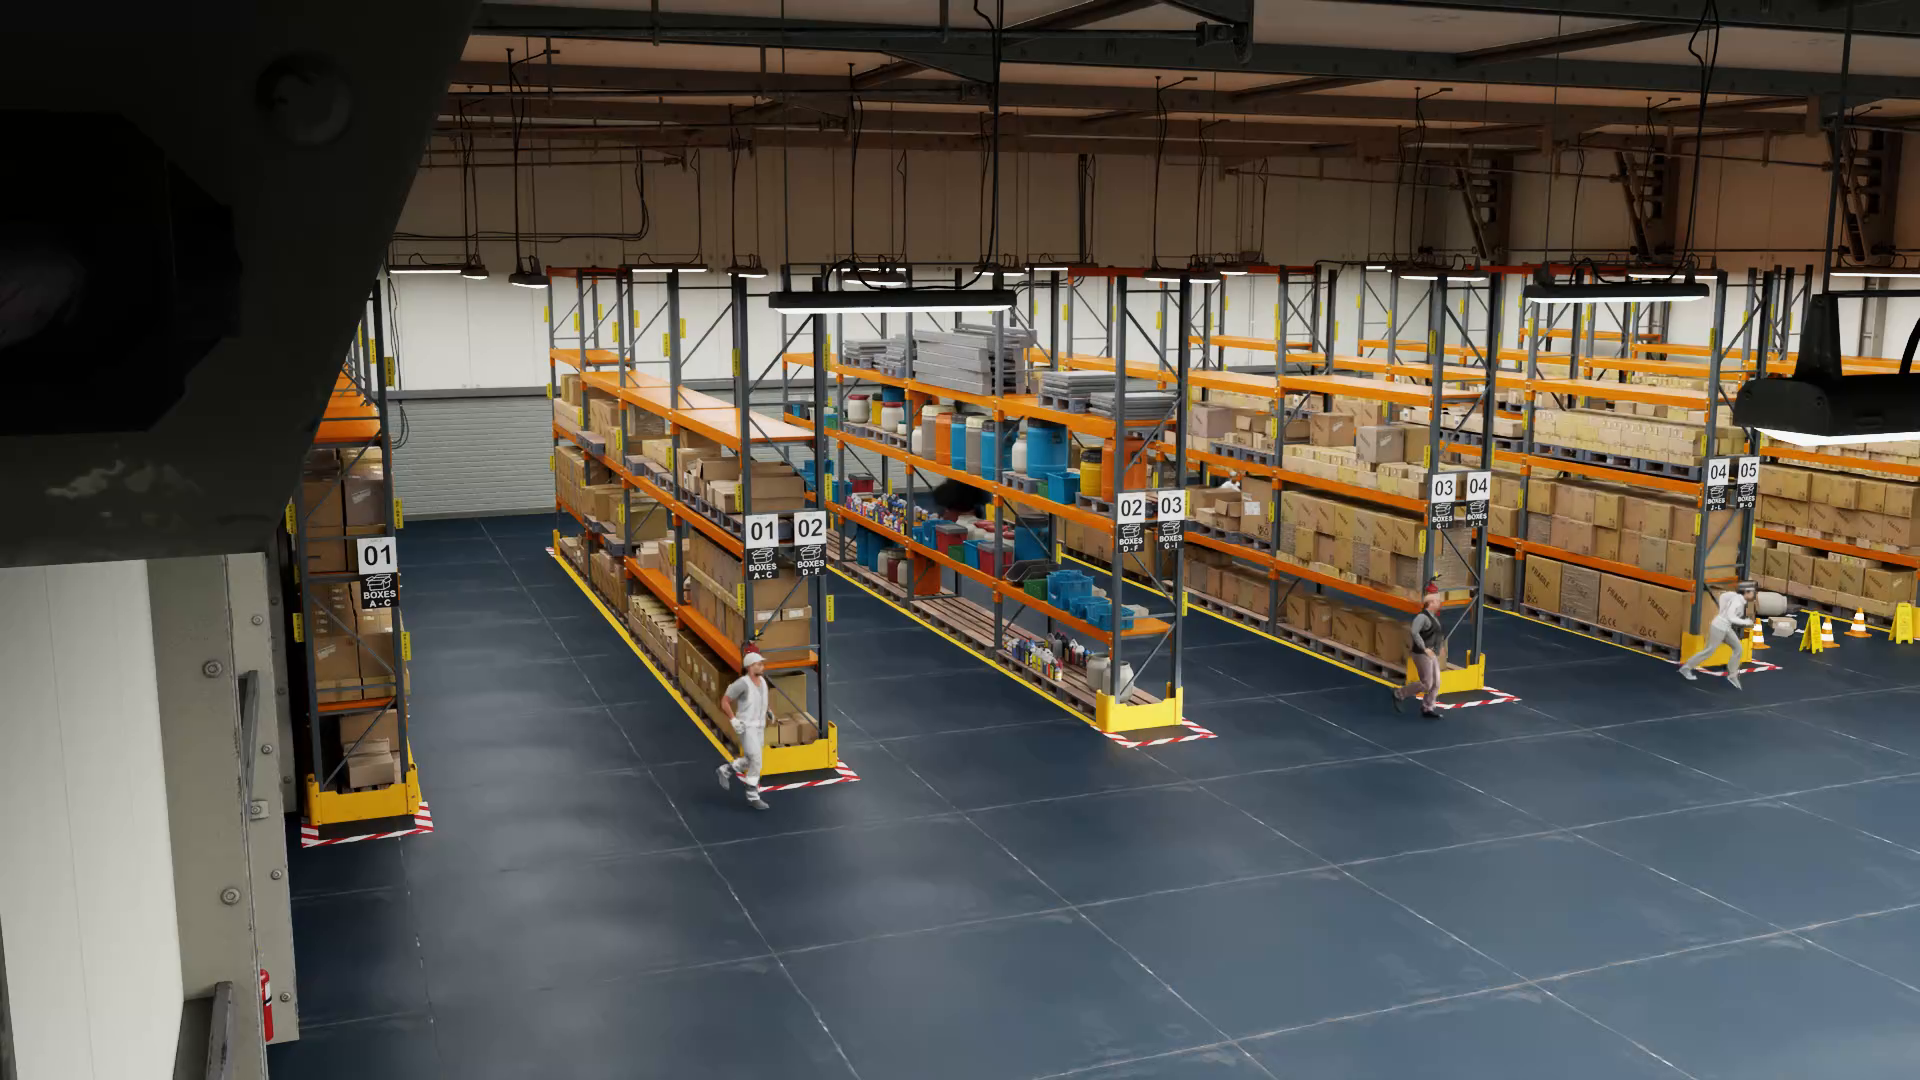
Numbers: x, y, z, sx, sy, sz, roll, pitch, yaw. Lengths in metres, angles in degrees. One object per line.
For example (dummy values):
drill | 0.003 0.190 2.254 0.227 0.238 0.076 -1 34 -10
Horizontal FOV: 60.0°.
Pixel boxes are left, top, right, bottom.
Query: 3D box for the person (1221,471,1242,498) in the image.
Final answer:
person | 5.861 -0.697 35.971 0.595 1.622 0.560 -5 11 -25

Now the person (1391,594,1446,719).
person | 6.371 1.573 22.825 0.710 1.683 0.731 6 12 32

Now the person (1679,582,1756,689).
person | 11.094 1.376 24.375 0.952 1.621 0.655 5 11 25

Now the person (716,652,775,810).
person | -2.454 2.168 19.252 0.825 1.754 0.710 6 11 30
